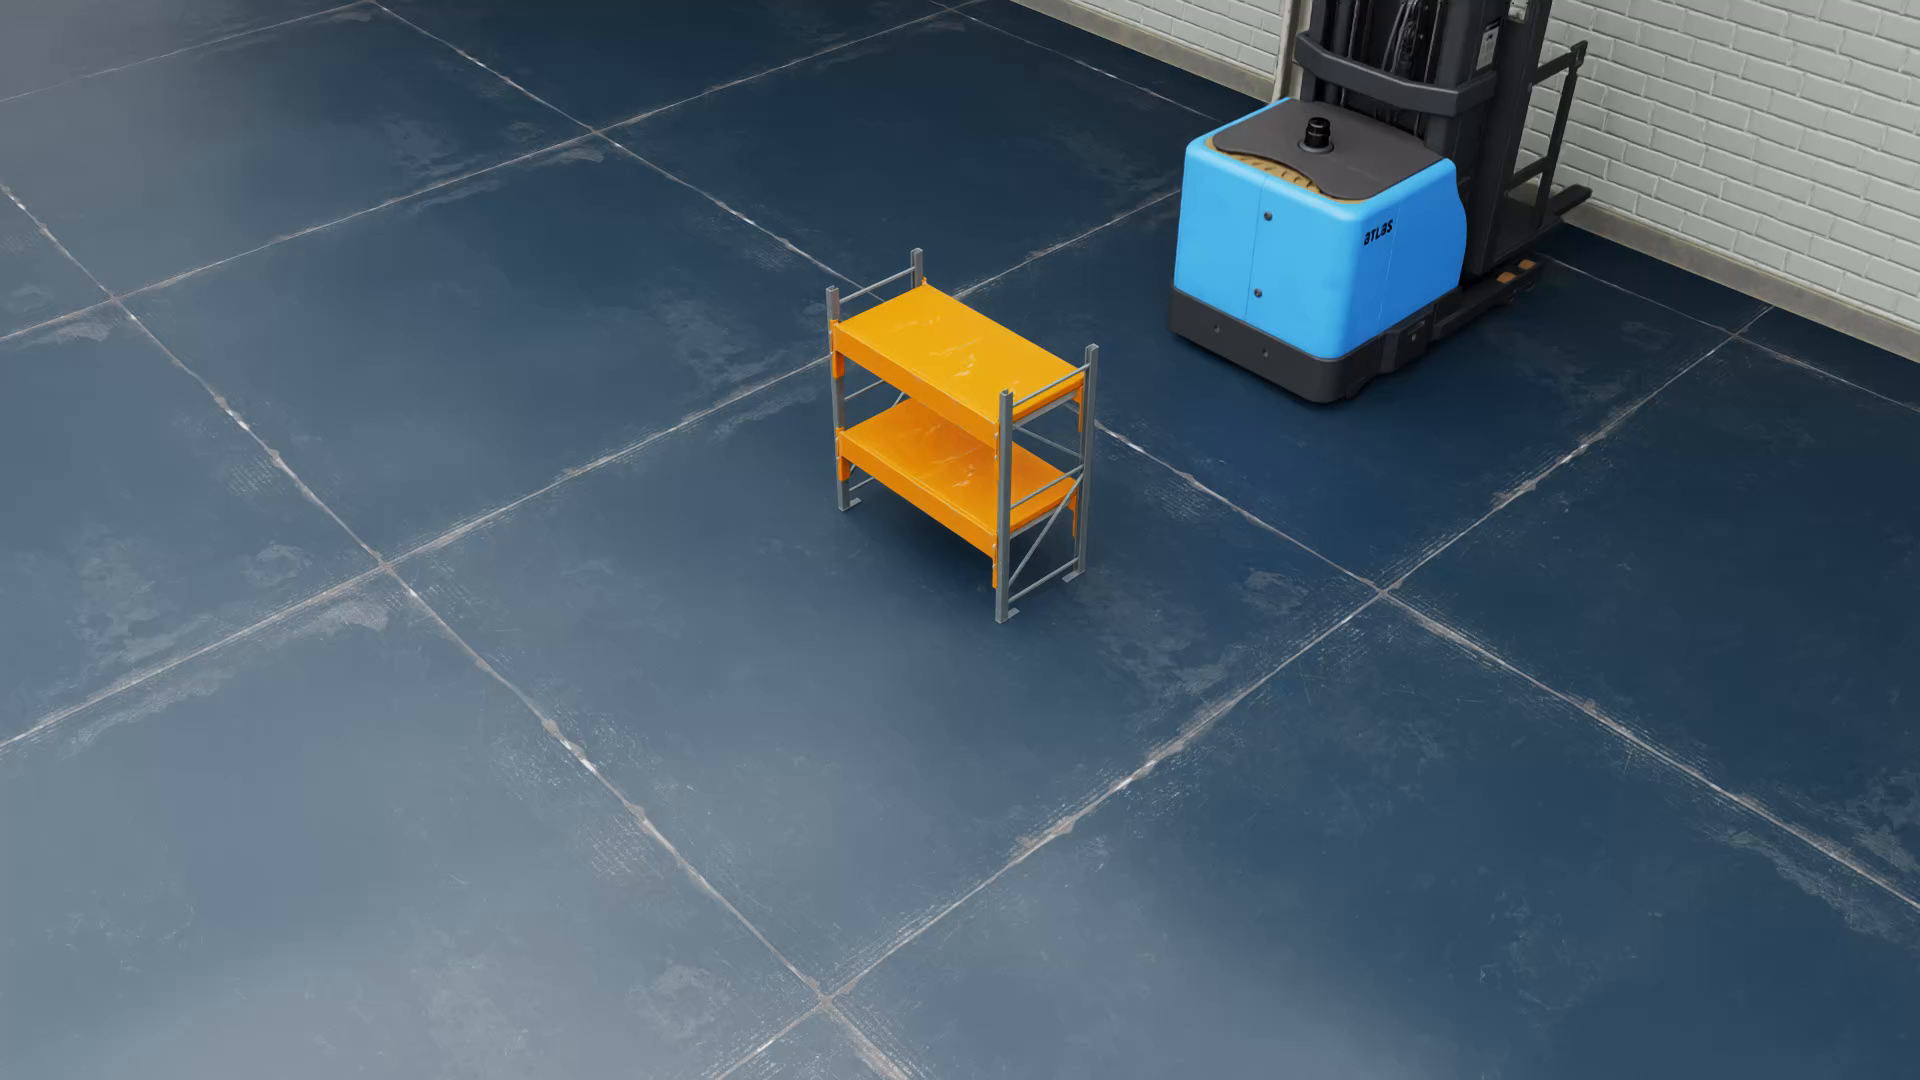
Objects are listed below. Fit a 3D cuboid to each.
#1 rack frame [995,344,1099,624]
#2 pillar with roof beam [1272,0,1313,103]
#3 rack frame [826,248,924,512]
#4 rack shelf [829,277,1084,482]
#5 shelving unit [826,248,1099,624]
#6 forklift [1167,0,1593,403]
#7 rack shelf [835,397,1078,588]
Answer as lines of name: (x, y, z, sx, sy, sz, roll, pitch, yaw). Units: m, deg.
rack frame: (0.339, -0.205, 6.609, 0.500, 1.125, 0.032, -30, 48, -32)
pillar with roof beam: (-0.984, -4.248, 5.347, 9.100, 9.000, 0.400, -30, 48, -32)
rack frame: (-0.348, -0.676, 7.192, 0.500, 1.125, 0.032, -30, 48, -32)
rack shelf: (-0.005, -0.668, 6.717, 0.538, 0.278, 1.000, -30, 48, -32)
shelving unit: (-0.005, -0.441, 6.900, 0.538, 1.125, 1.048, -30, 48, -32)
forklift: (2.476, -2.602, 8.138, 3.031, 2.935, 1.130, -31, 48, -32)
rack shelf: (-0.005, -0.251, 7.054, 0.538, 0.278, 1.000, -30, 48, -32)
